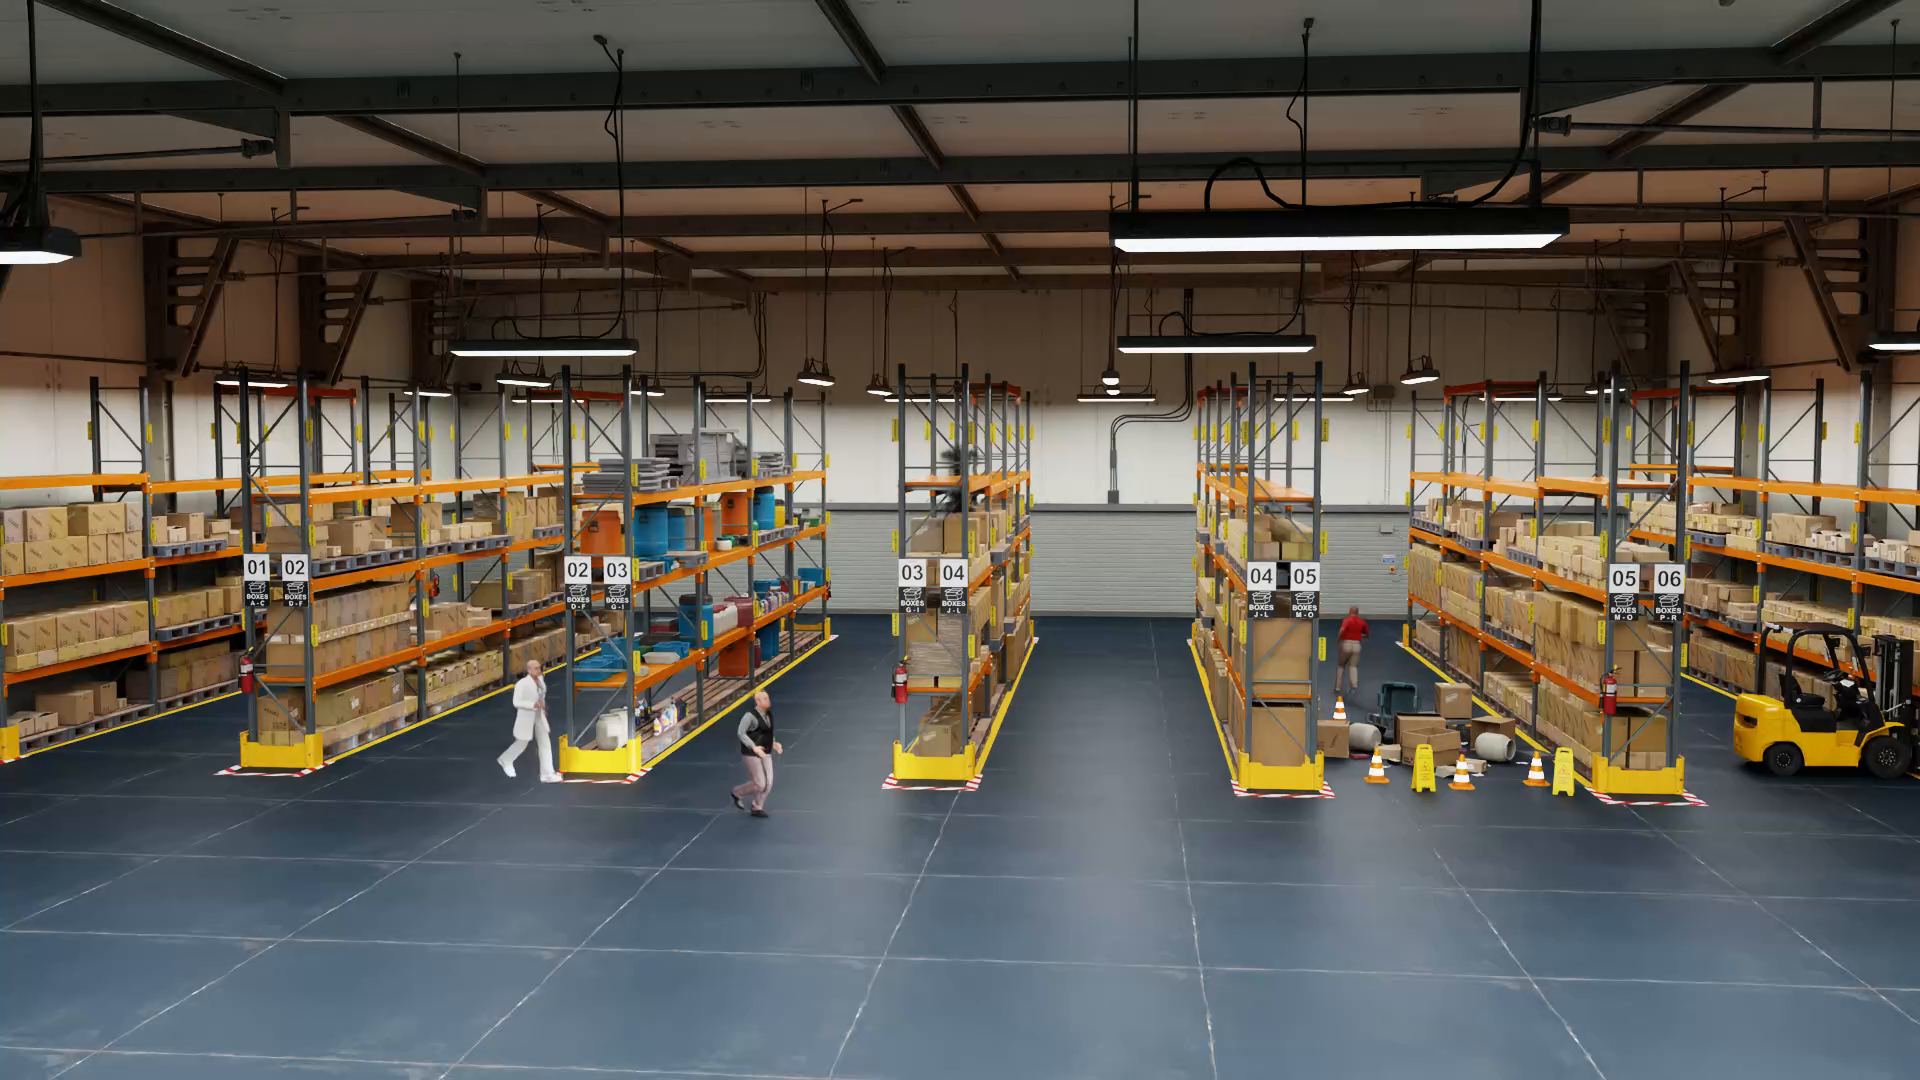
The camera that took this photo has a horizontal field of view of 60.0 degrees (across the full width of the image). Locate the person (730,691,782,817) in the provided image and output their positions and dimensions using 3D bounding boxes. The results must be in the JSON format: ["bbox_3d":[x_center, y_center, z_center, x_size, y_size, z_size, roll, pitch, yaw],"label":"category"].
[{"bbox_3d":[-2.701,2.788,21.725,0.630,1.658,0.659,2,4,33],"label":"person"}]

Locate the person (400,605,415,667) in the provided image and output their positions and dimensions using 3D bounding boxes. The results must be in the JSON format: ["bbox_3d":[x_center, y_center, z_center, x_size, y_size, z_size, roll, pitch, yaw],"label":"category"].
[{"bbox_3d":[-11.465,1.944,34.002,0.655,1.786,0.811,1,4,8],"label":"person"}]

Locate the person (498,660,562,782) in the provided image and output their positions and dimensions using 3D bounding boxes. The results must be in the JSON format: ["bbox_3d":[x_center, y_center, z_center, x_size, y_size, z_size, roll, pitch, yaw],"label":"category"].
[{"bbox_3d":[-6.165,2.565,23.713,1.148,1.738,0.672,3,4,35],"label":"person"}]

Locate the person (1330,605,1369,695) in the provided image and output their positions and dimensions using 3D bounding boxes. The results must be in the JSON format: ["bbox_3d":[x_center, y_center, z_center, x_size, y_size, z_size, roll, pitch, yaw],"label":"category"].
[{"bbox_3d":[7.490,2.114,31.692,0.659,1.733,0.946,0,4,-5],"label":"person"}]
